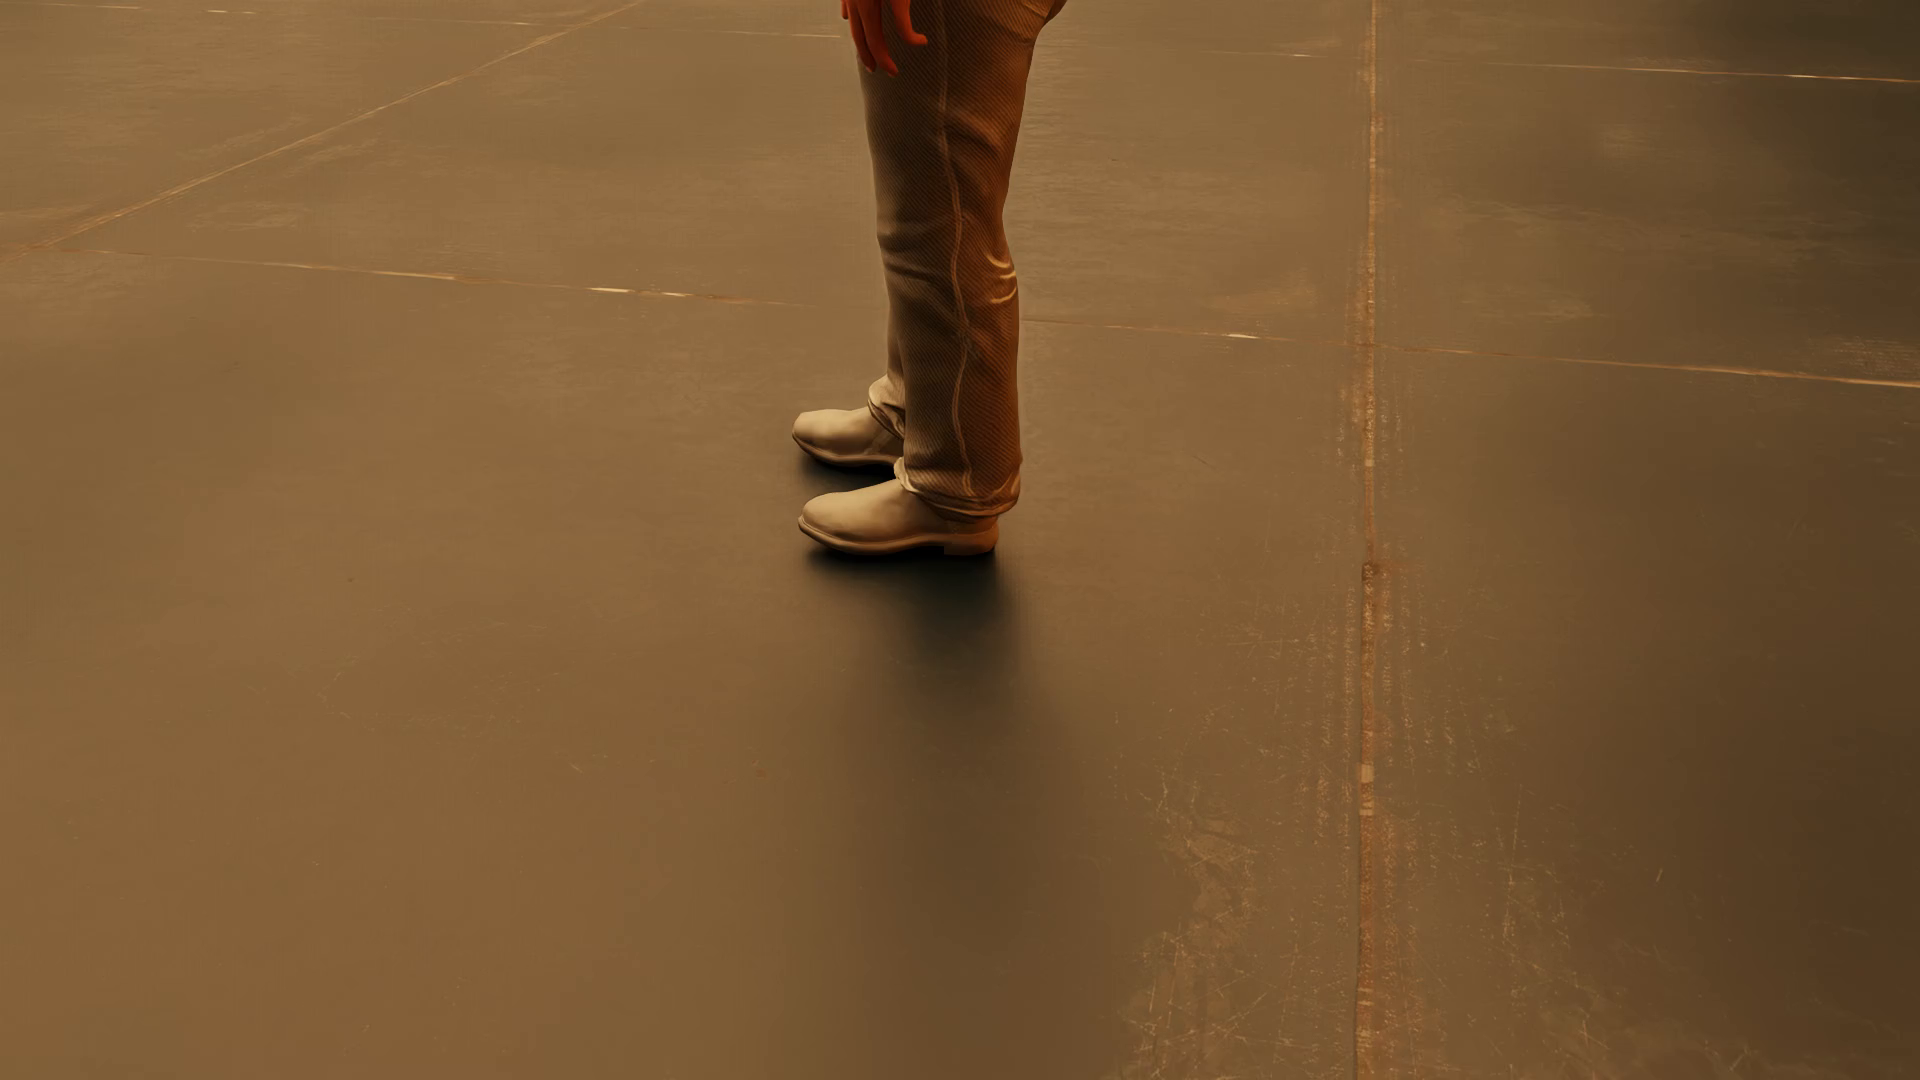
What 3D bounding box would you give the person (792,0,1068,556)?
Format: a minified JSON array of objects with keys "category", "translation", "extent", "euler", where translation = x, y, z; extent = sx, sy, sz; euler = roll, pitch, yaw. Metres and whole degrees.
[{"category":"person","translation":[-0.060,-0.808,2.116],"extent":[0.566,1.775,0.634],"euler":[6,27,11]}]
